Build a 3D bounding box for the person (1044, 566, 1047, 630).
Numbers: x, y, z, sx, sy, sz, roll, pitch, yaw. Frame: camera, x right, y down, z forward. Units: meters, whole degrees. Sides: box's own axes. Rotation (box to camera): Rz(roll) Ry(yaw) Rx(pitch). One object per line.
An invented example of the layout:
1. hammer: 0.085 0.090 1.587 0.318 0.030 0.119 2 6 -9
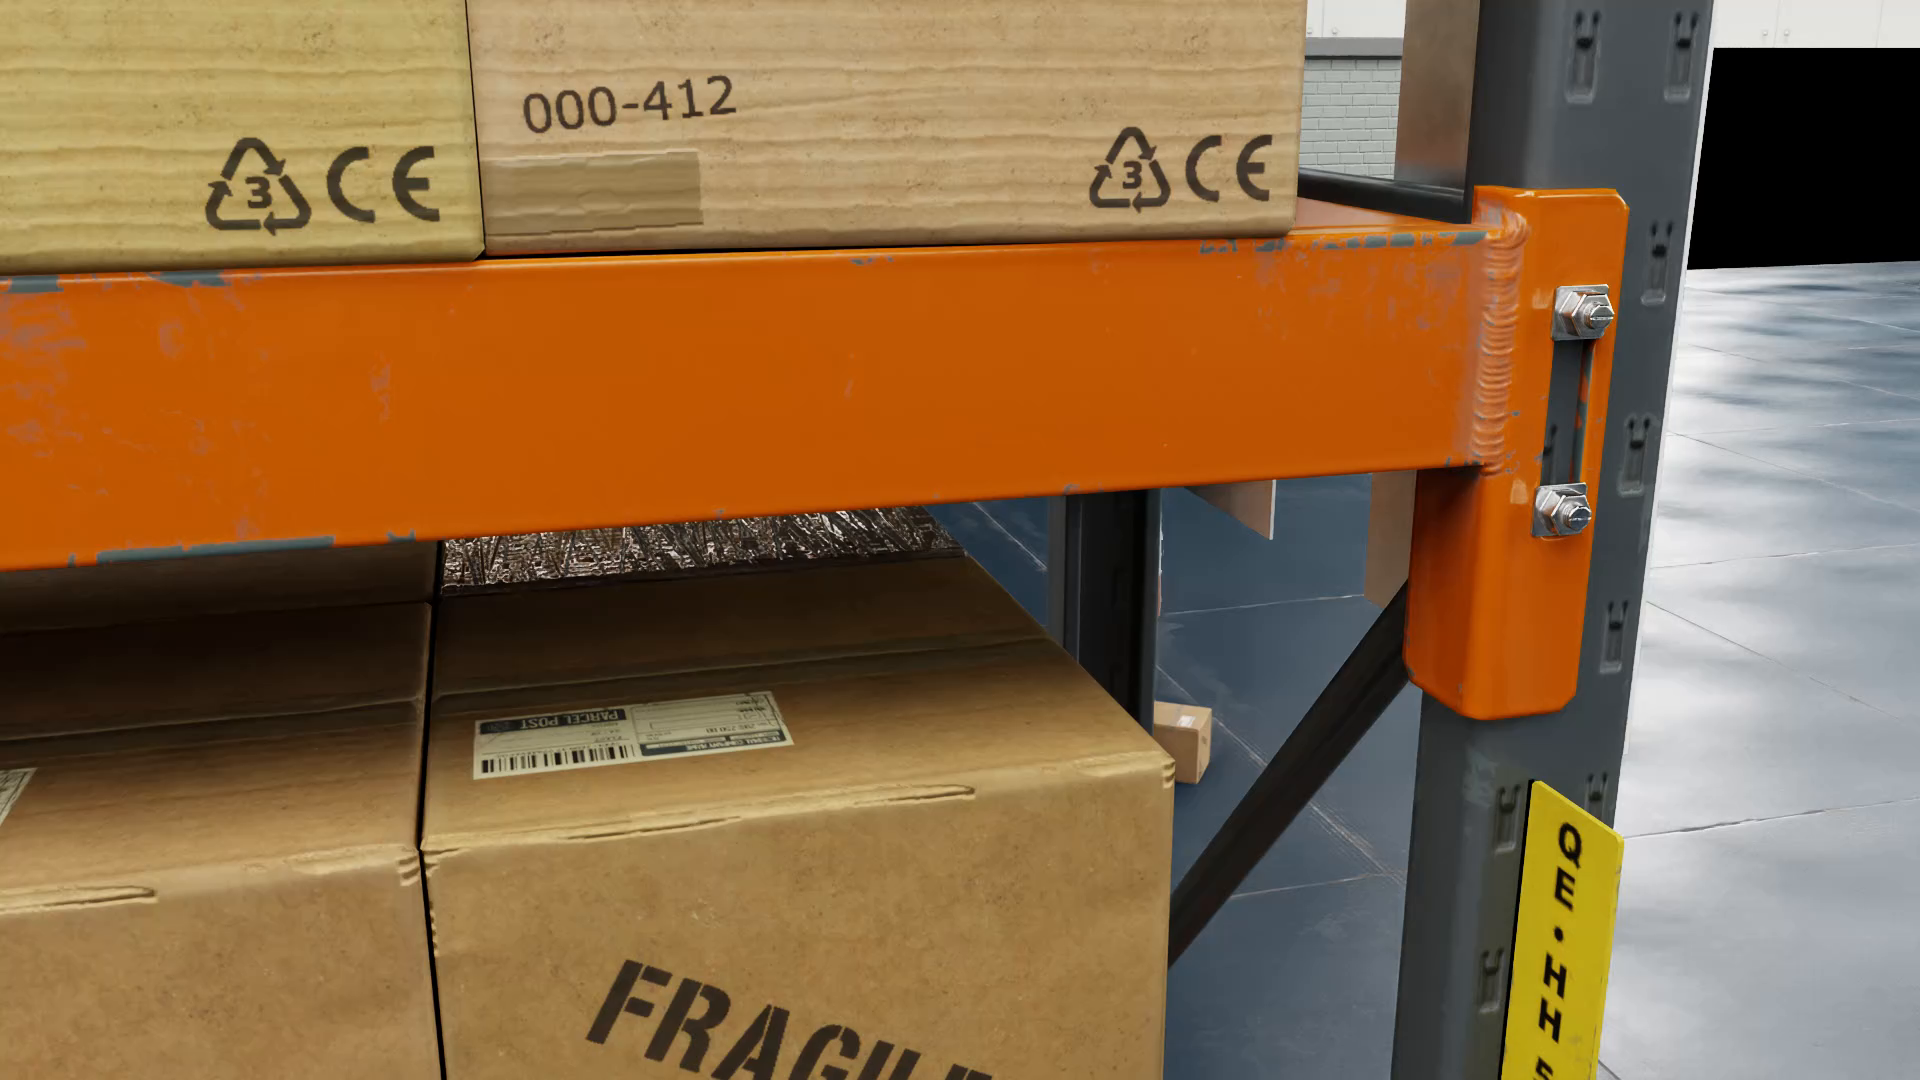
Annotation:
1. person: 0.559 0.251 6.637 0.413 1.567 0.750 7 18 22
